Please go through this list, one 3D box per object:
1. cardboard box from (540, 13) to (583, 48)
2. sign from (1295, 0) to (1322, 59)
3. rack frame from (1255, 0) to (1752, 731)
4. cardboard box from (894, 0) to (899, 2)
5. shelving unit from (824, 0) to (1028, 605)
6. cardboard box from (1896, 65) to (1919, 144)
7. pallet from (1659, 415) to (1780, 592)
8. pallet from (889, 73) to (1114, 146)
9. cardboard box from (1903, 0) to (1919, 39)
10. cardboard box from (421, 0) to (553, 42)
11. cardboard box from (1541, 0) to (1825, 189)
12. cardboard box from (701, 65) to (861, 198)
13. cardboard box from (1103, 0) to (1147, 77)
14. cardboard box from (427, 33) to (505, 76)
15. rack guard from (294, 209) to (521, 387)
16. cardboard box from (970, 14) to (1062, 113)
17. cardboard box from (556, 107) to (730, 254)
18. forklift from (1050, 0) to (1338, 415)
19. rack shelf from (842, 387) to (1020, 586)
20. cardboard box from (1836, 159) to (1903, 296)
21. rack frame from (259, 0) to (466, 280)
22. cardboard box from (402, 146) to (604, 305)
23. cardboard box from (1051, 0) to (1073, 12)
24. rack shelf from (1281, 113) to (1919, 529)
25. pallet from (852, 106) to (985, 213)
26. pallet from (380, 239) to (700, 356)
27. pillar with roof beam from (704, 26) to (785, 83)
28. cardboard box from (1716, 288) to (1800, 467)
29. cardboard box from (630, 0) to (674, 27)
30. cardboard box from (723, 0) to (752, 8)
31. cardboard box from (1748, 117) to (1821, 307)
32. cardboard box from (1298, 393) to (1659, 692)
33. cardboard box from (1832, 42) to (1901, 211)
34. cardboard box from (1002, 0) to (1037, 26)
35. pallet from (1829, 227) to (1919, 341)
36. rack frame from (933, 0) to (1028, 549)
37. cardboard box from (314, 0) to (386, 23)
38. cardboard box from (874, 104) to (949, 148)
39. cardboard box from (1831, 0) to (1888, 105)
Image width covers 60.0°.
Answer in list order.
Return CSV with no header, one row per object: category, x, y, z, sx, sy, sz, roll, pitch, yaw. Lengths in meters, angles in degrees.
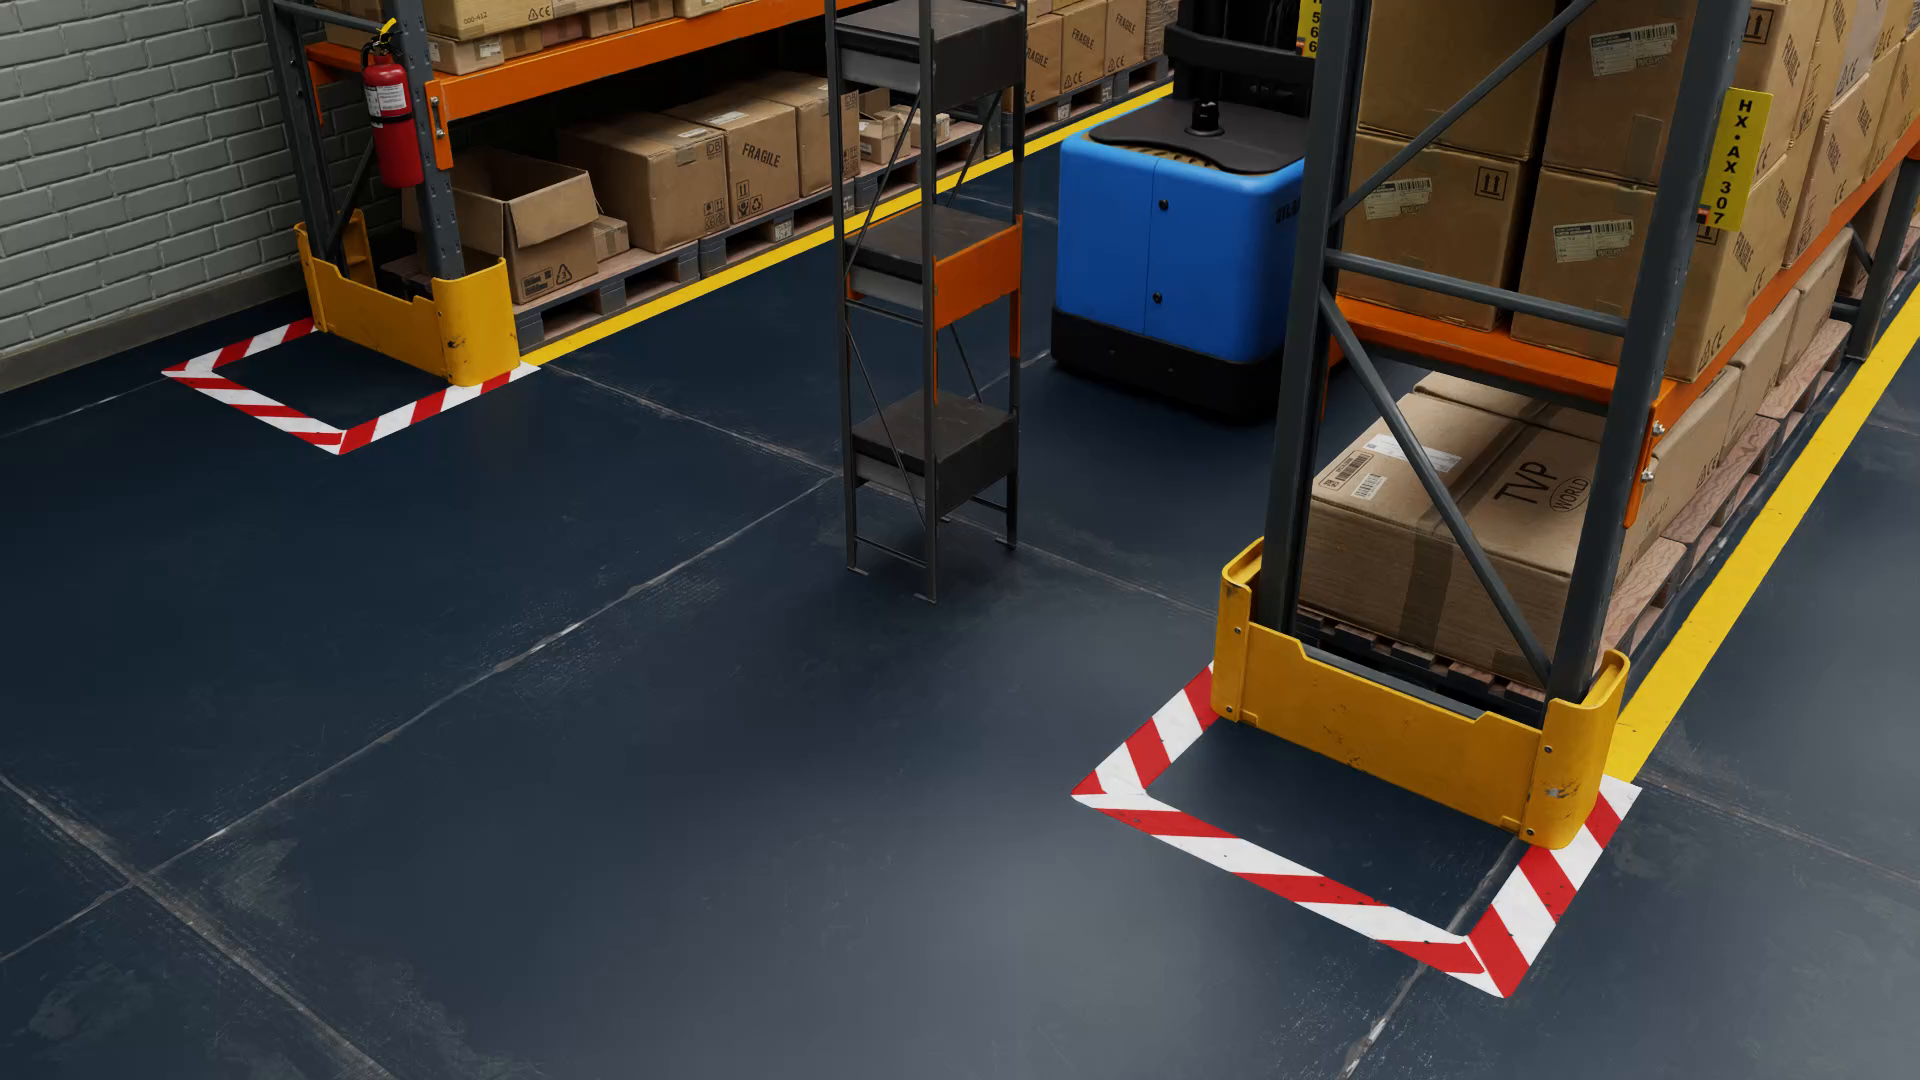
cardboard box,-1.933,-2.352,7.523,0.380,0.149,0.250,21,36,31
sign,0.937,-1.422,4.340,0.100,0.325,0.005,21,37,31
rack frame,1.362,-0.650,4.404,1.000,3.000,0.127,21,37,31
cardboard box,-0.191,-3.424,10.490,0.380,0.149,0.250,20,36,29
shelving unit,-0.100,-0.836,5.601,0.431,2.100,0.503,21,37,31
cardboard box,3.394,-1.841,6.316,0.500,0.500,0.500,20,36,30
pallet,2.519,-0.293,6.537,1.003,0.211,1.213,21,37,31
pallet,0.277,-2.944,11.011,1.003,0.211,1.213,21,37,31
cardboard box,3.099,-2.058,5.702,0.500,0.500,0.500,22,37,32
cardboard box,-2.109,-2.341,7.113,0.500,0.250,0.500,21,37,32
cardboard box,1.878,-1.230,4.305,0.500,0.500,0.500,20,36,30
cardboard box,-0.980,-2.258,9.158,0.700,0.500,0.500,20,36,30
cardboard box,0.906,-3.455,11.178,0.500,0.500,0.500,20,36,30
cardboard box,-2.181,-2.117,7.126,0.380,0.149,0.250,21,36,31
rack guard,-2.552,-1.131,7.669,1.175,0.500,0.348,21,37,31
cardboard box,0.288,-3.034,10.468,0.500,0.500,0.500,23,38,33
cardboard box,-1.606,-1.836,8.446,0.700,0.500,0.500,23,38,33
forklift,1.715,-2.473,7.547,1.130,2.935,3.031,22,37,32
rack shelf,-0.100,-0.222,5.965,0.431,0.518,0.480,21,37,31
cardboard box,4.087,-1.819,8.049,0.875,0.875,0.875,22,37,33
rack frame,-2.598,-2.176,6.979,1.000,3.000,0.127,21,37,31
cardboard box,-2.153,-1.502,7.879,0.797,0.503,0.637,20,36,29
cardboard box,0.497,-3.494,10.607,0.380,0.149,0.250,19,36,29
rack shelf,2.569,-1.153,5.959,1.077,0.370,4.000,21,37,31
pallet,-0.599,-2.323,9.963,1.003,0.211,1.213,21,37,31
pallet,-2.072,-1.331,8.290,1.003,0.211,1.213,21,37,31
pillar with roof beam,2.110,-5.052,5.948,9.100,9.000,0.400,21,37,31
cardboard box,2.772,-0.768,6.705,0.875,0.438,0.875,20,36,30
cardboard box,-1.576,-2.546,7.850,0.380,0.149,0.250,22,37,32
cardboard box,-1.221,-2.739,8.175,0.380,0.149,0.250,22,37,32
cardboard box,2.163,-1.014,4.920,0.500,0.500,0.500,21,36,31
cardboard box,1.680,-0.027,5.455,0.875,0.438,0.875,20,36,30
cardboard box,2.774,-1.424,5.612,0.500,0.500,0.500,22,37,33
cardboard box,0.245,-3.250,10.195,0.380,0.149,0.250,23,38,33
pallet,4.182,-1.413,8.427,1.003,0.211,1.213,21,37,31
rack frame,0.047,-0.935,5.769,0.400,2.100,0.015,21,37,31
cardboard box,-2.532,-2.508,7.395,0.500,0.250,0.500,22,37,33
cardboard box,-0.286,-2.439,9.808,0.380,0.149,0.250,20,36,30
cardboard box,2.489,-1.654,5.020,0.500,0.500,0.500,21,36,31
